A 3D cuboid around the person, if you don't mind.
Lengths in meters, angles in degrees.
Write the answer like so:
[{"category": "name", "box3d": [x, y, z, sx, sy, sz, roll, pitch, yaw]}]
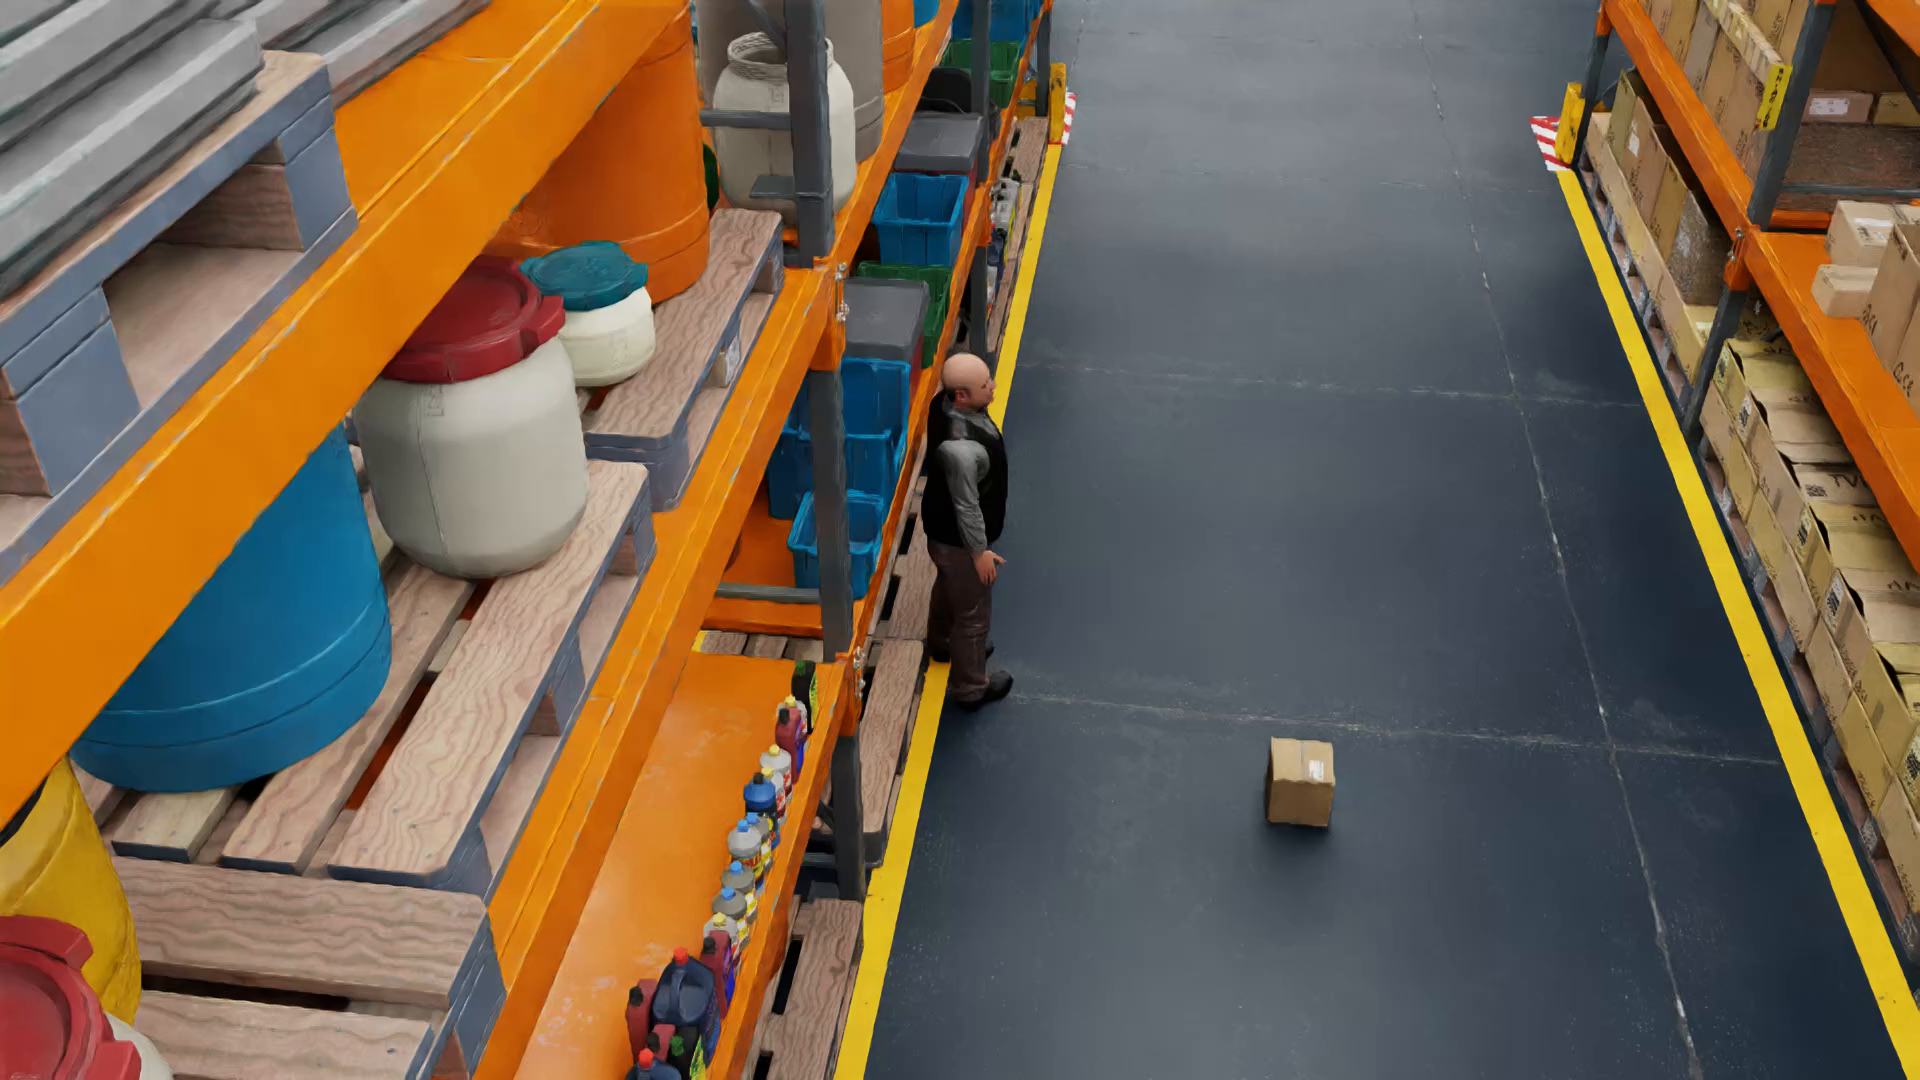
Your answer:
[{"category": "person", "box3d": [0.037, -0.056, 7.133, 0.405, 1.722, 0.549, -2, 36, -3]}]
